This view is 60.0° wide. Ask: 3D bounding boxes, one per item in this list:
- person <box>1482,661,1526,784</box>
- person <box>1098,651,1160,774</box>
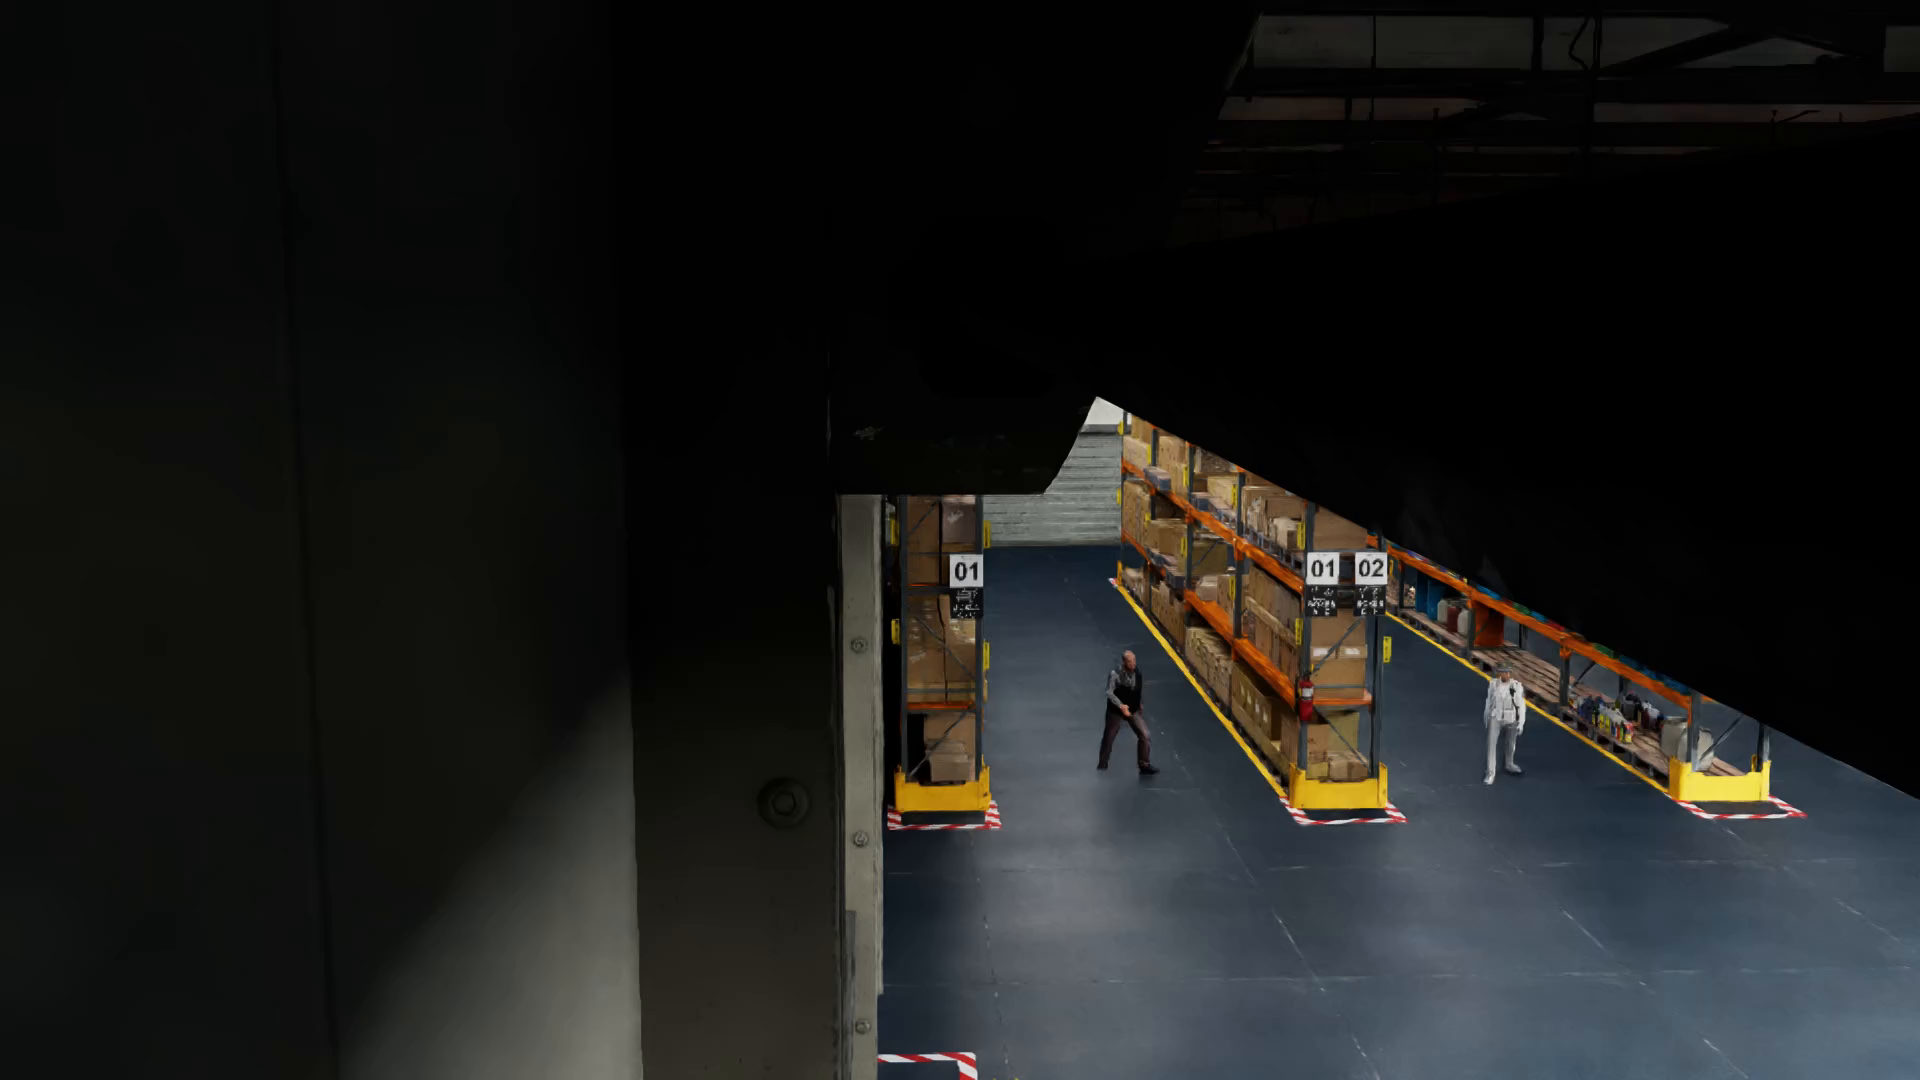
[{"bbox_3d":[7.114,2.343,21.738,0.523,1.608,0.921,3,9,19],"label":"person"},{"bbox_3d":[2.194,2.261,22.084,0.687,1.654,0.817,-3,9,-21],"label":"person"}]
